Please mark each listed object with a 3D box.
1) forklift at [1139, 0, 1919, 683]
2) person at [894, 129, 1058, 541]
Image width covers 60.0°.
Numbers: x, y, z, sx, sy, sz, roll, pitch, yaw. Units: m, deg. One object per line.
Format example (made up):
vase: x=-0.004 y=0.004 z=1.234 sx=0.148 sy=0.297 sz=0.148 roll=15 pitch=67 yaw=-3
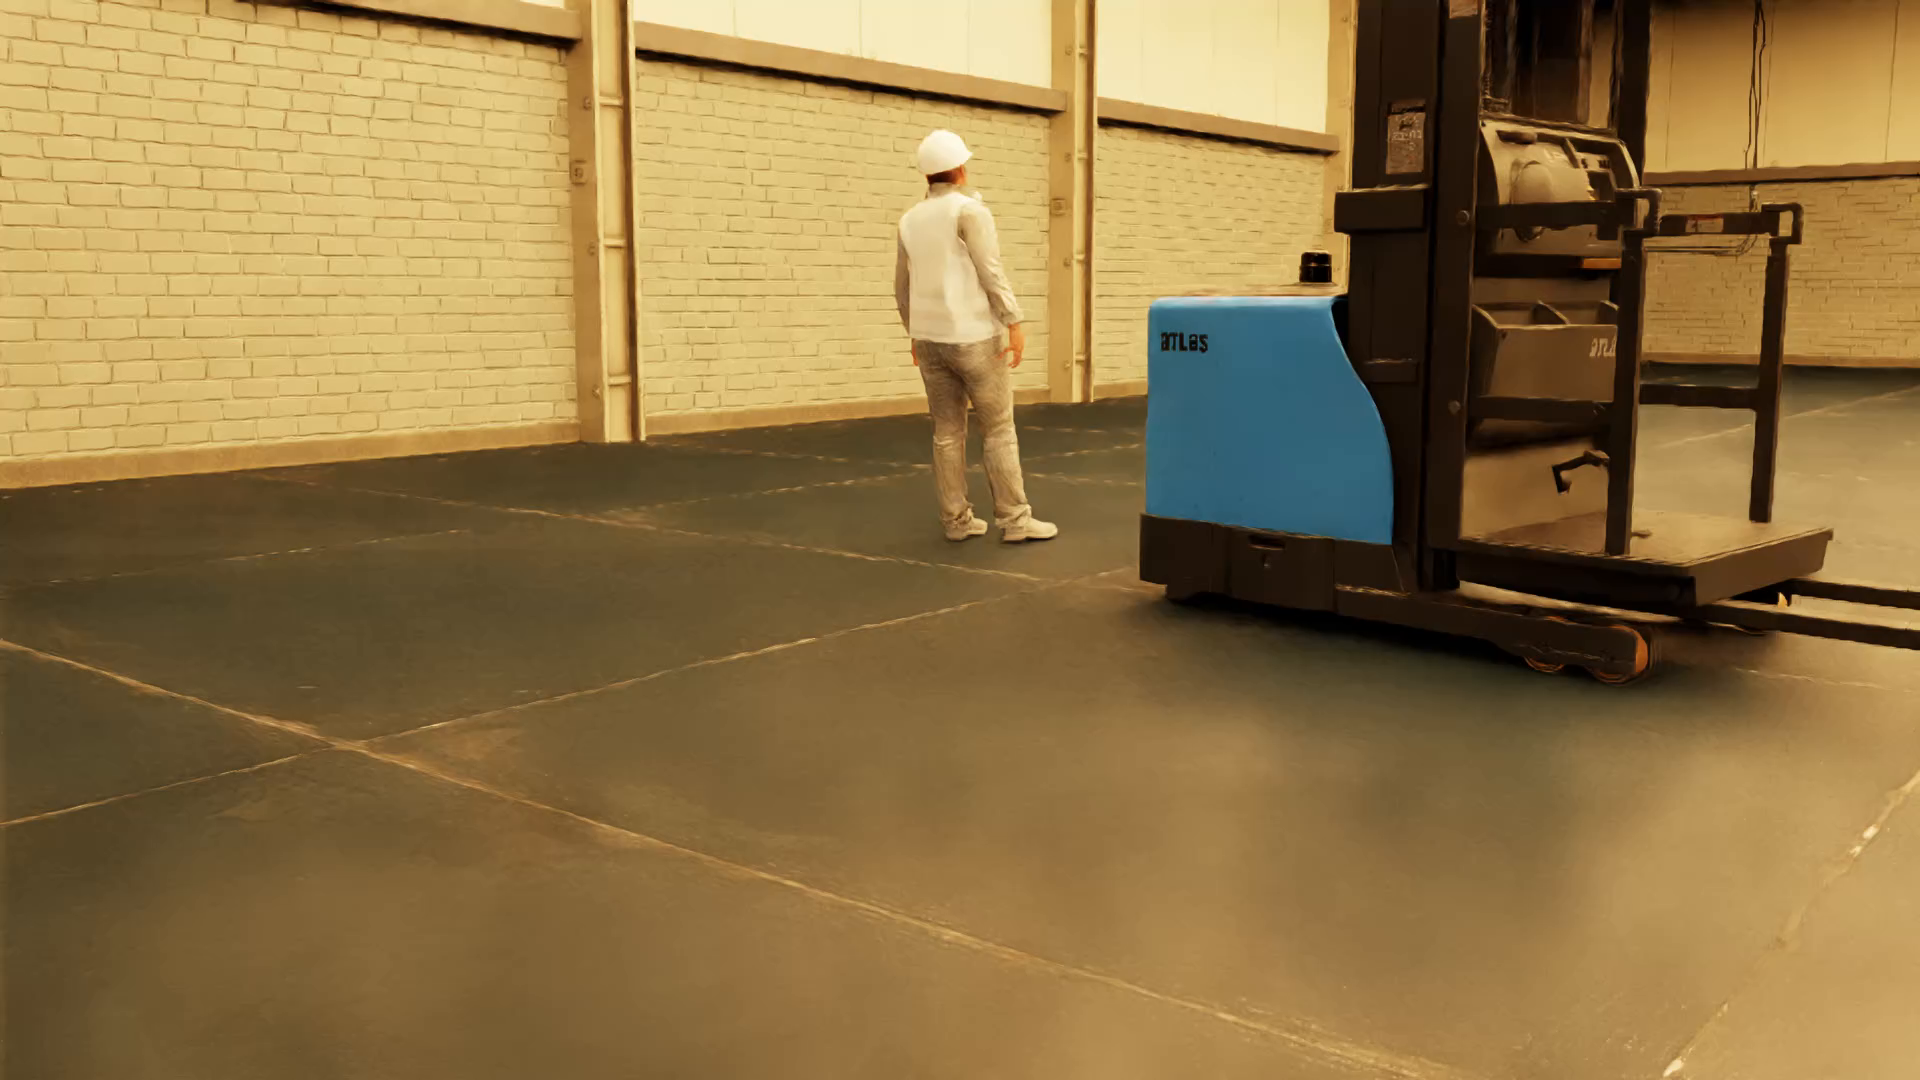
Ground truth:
forklift: x=2.017 y=-1.132 z=5.015 sx=1.130 sy=2.935 sz=3.031 roll=-8 pitch=11 yaw=-43
person: x=0.046 y=-0.891 z=7.318 sx=0.632 sy=1.773 sz=0.567 roll=7 pitch=11 yaw=38
